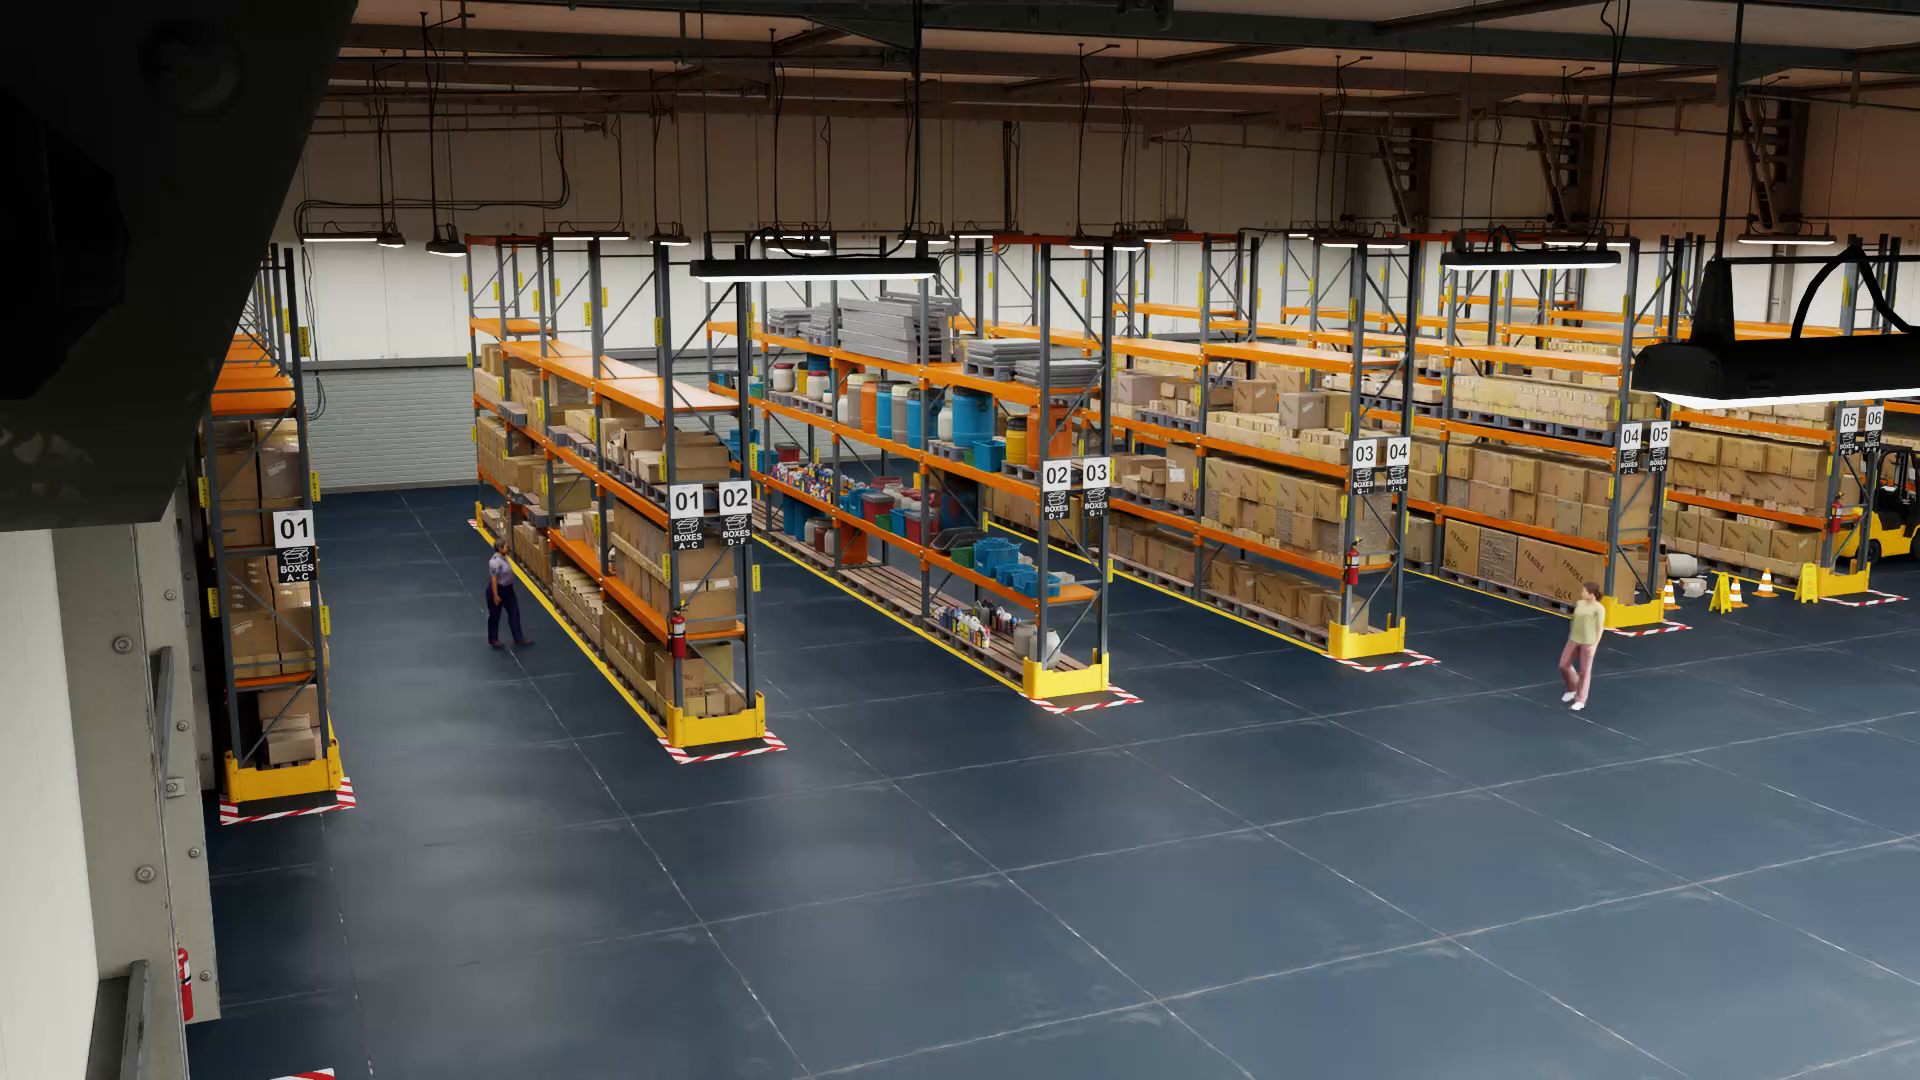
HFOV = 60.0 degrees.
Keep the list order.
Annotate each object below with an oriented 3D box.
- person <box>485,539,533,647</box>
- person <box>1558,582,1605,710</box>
[{"bbox_3d":[-6.782,0.794,24.770,0.605,1.621,0.540,5,12,25],"label":"person"},{"bbox_3d":[8.118,1.360,21.712,0.533,1.673,0.506,-11,15,-43],"label":"person"}]
